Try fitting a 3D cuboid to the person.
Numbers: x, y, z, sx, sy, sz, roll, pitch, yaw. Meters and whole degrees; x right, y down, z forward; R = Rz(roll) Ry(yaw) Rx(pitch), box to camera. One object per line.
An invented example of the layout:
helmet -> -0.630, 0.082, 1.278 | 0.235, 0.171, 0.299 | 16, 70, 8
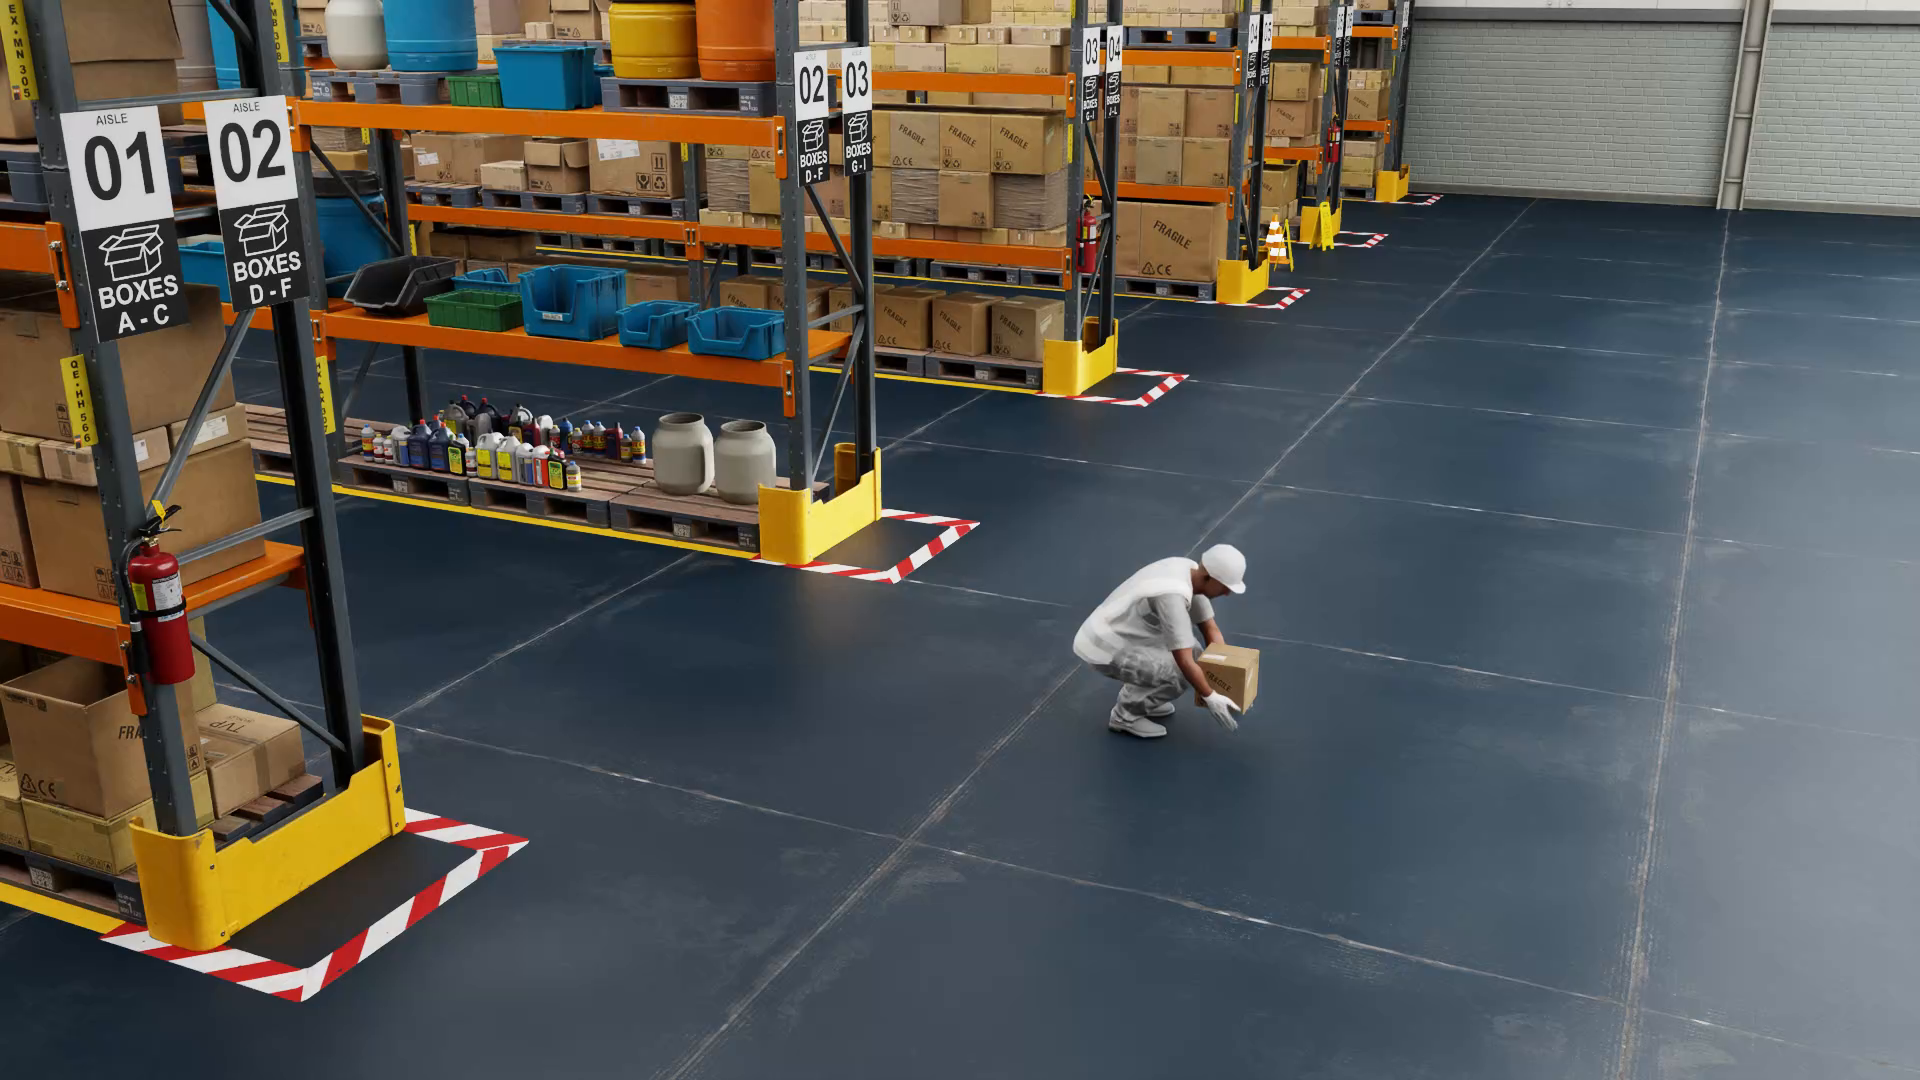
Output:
person -> 1.040, 0.478, 8.361 | 0.885, 1.000, 0.557 | 8, 20, 22
